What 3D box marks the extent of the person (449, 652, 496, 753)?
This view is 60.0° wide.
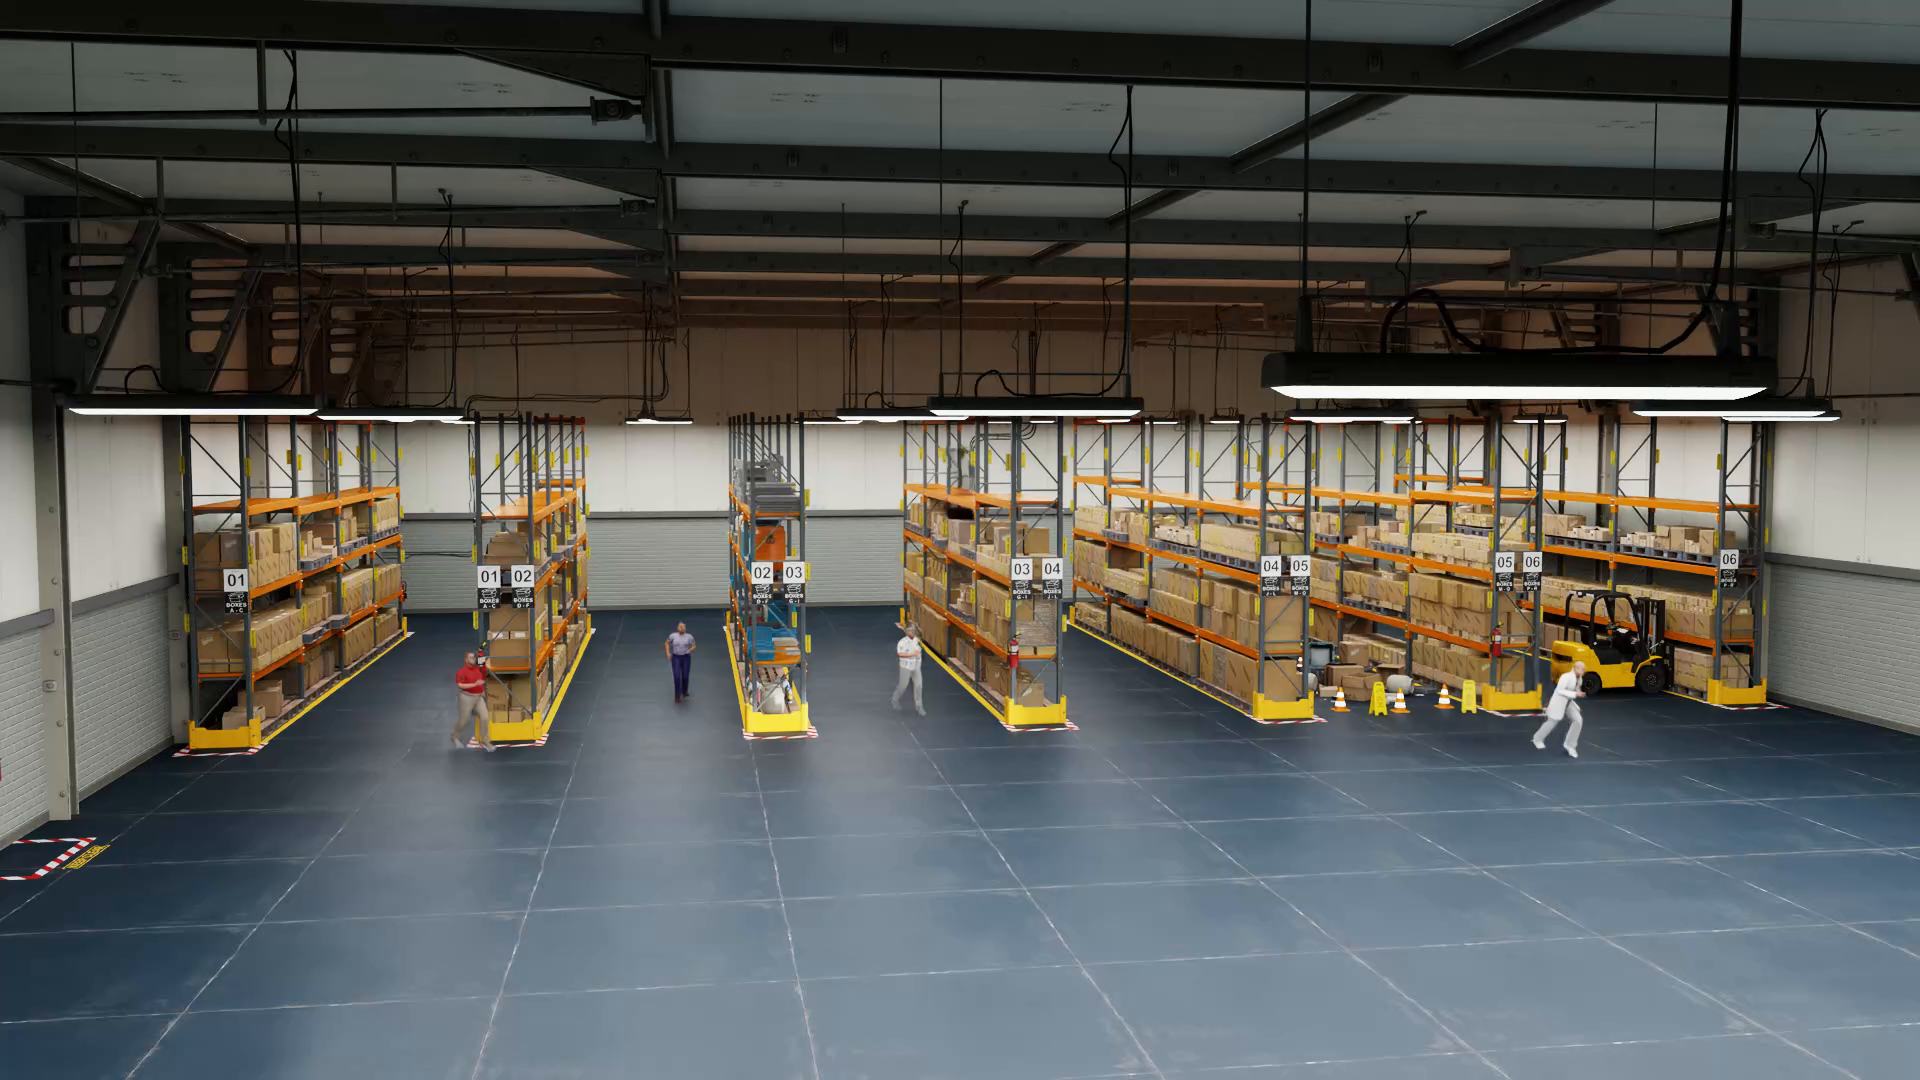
[{"bbox_3d":[-8.620,2.854,29.330,0.891,1.766,0.659,2,5,32],"label":"person"}]

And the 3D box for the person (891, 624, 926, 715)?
[{"bbox_3d":[-1.022,2.555,33.219,0.650,1.795,0.959,-3,5,-39],"label":"person"}]

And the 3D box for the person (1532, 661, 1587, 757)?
[{"bbox_3d":[10.520,2.936,29.113,0.753,1.734,1.072,-3,5,-36],"label":"person"}]

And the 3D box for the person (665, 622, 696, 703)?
[{"bbox_3d":[-5.823,2.557,34.766,0.614,1.715,0.718,-1,4,-17],"label":"person"}]
